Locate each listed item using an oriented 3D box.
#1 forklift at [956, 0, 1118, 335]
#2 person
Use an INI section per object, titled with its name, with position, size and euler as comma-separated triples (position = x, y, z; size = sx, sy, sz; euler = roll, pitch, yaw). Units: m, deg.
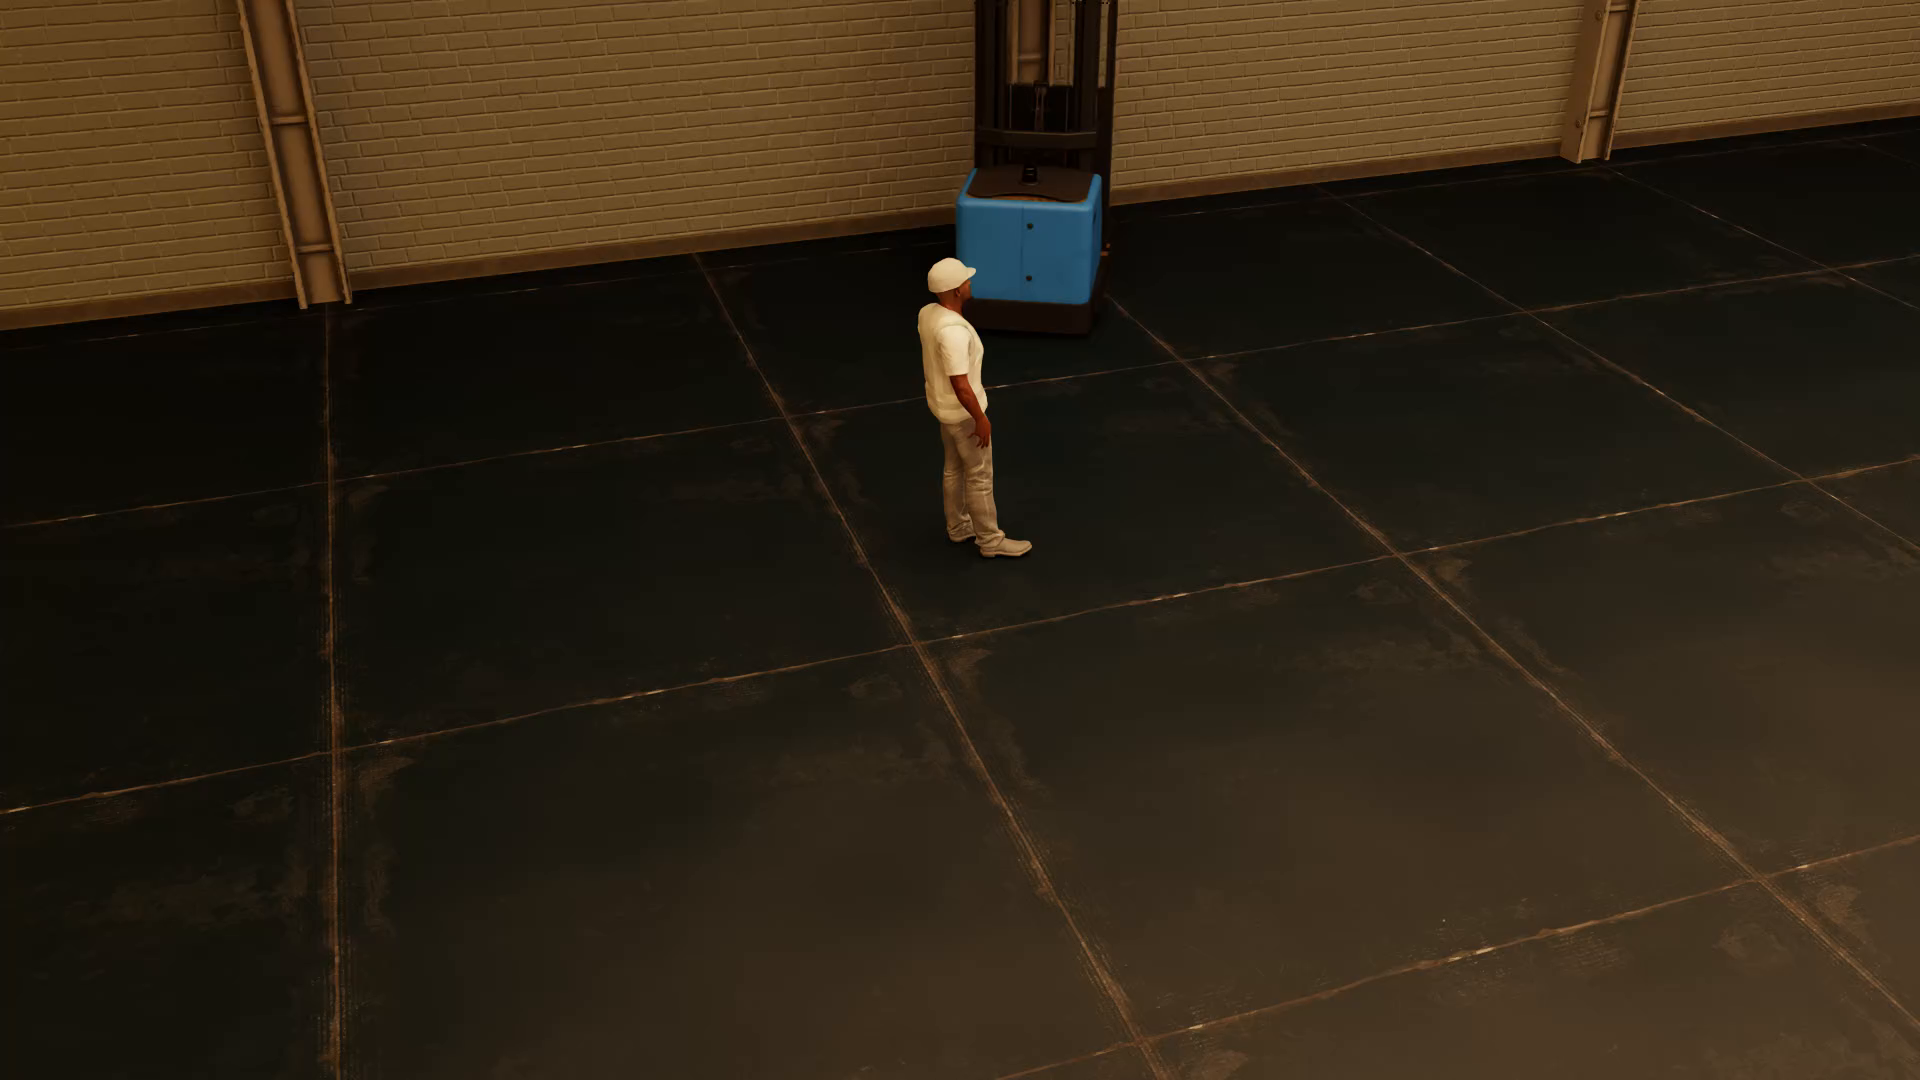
[forklift]
position = 0.697, -3.541, 13.241
size = 1.130, 2.935, 3.031
euler = 5, 30, 8
[person]
position = 0.068, -0.778, 9.599
size = 0.575, 1.761, 0.665
euler = -10, 31, -16
